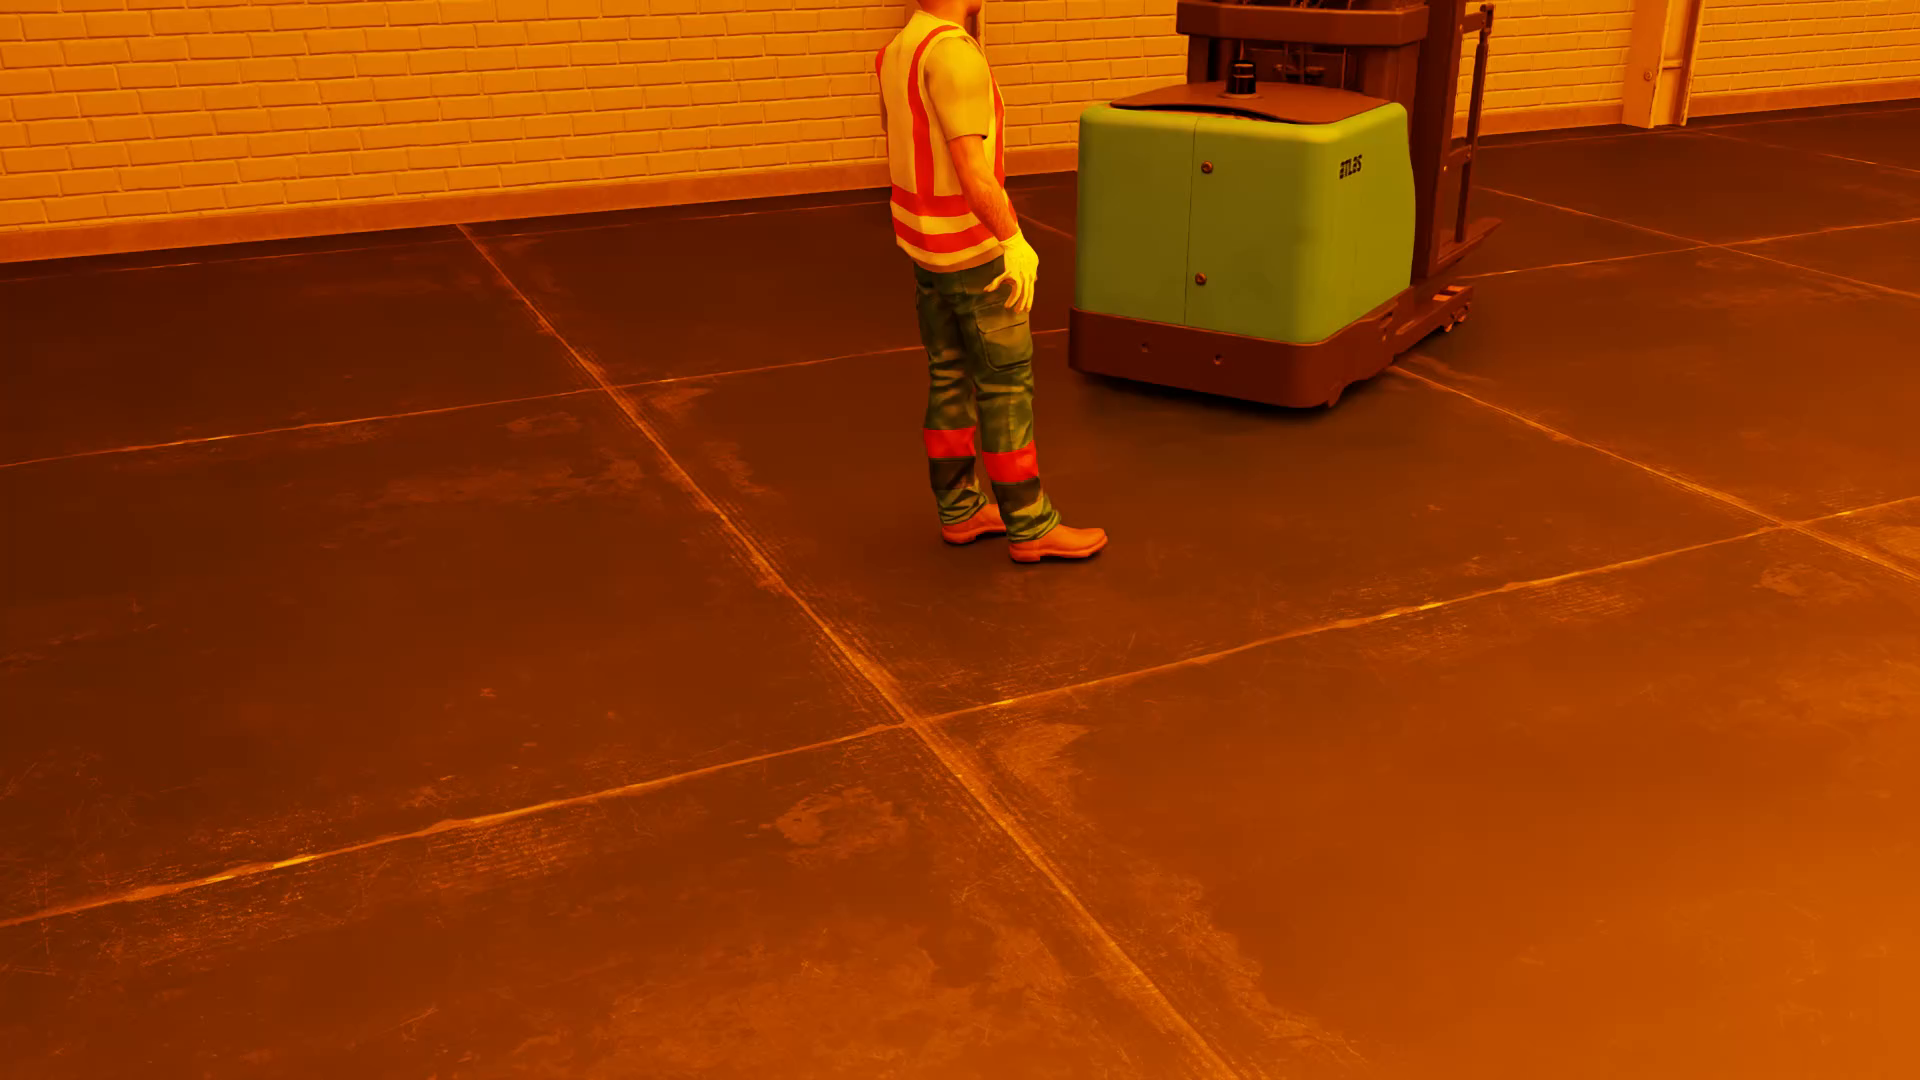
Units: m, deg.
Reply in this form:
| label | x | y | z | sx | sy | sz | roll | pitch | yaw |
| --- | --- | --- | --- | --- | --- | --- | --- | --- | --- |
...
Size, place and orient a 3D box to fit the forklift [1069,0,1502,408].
| label | x | y | z | sx | sy | sz | roll | pitch | yaw |
| --- | --- | --- | --- | --- | --- | --- | --- | --- | --- |
| forklift | 1.646 | -2.351 | 6.946 | 1.130 | 2.935 | 3.031 | 14 | 26 | 30 |

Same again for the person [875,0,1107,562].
| label | x | y | z | sx | sy | sz | roll | pitch | yaw |
| --- | --- | --- | --- | --- | --- | --- | --- | --- | --- |
| person | 0.077 | -0.842 | 4.782 | 0.564 | 1.787 | 0.638 | -10 | 25 | -23 |
